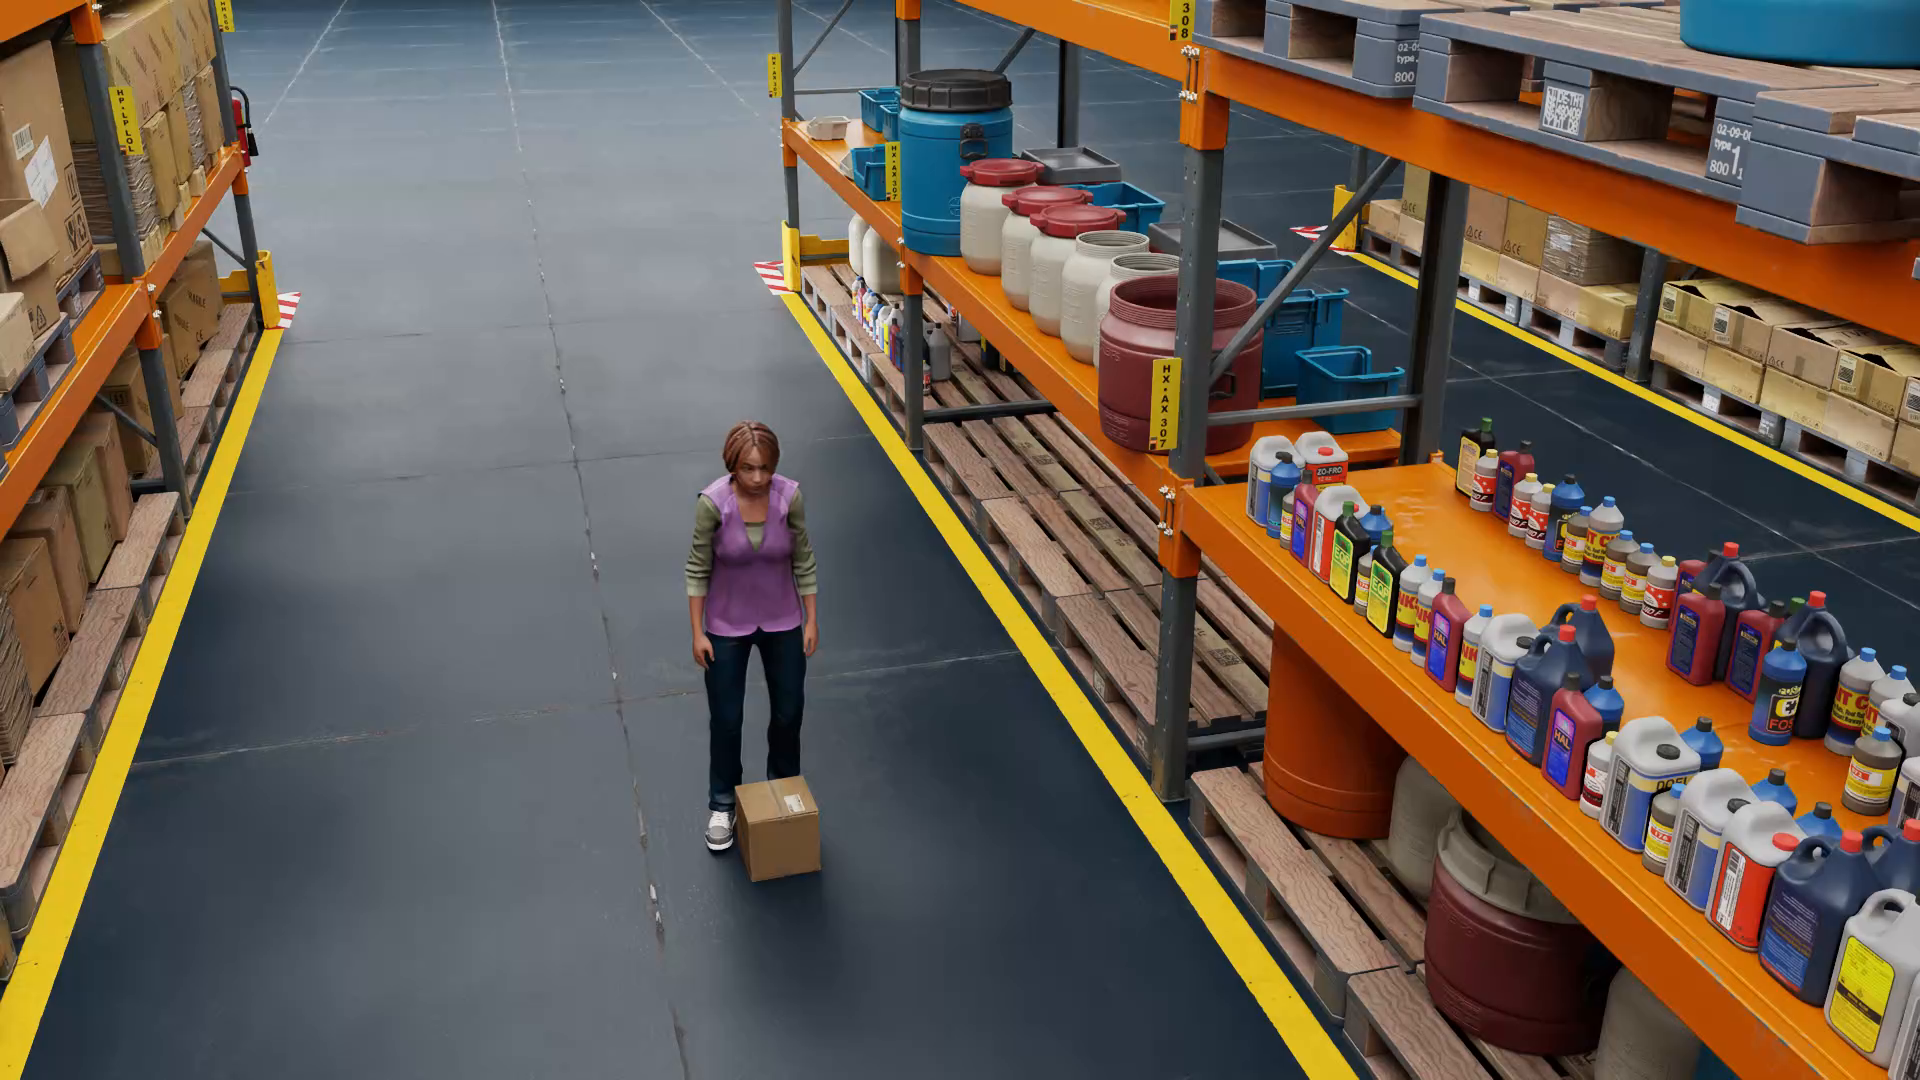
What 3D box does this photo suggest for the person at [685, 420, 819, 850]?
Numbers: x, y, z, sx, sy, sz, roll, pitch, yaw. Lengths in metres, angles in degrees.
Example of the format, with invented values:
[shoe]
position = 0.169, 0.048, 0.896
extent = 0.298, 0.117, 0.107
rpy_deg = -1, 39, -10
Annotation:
[person]
position = -0.723, 0.322, 5.863
extent = 0.464, 1.592, 0.346
rpy_deg = -6, 24, -14
